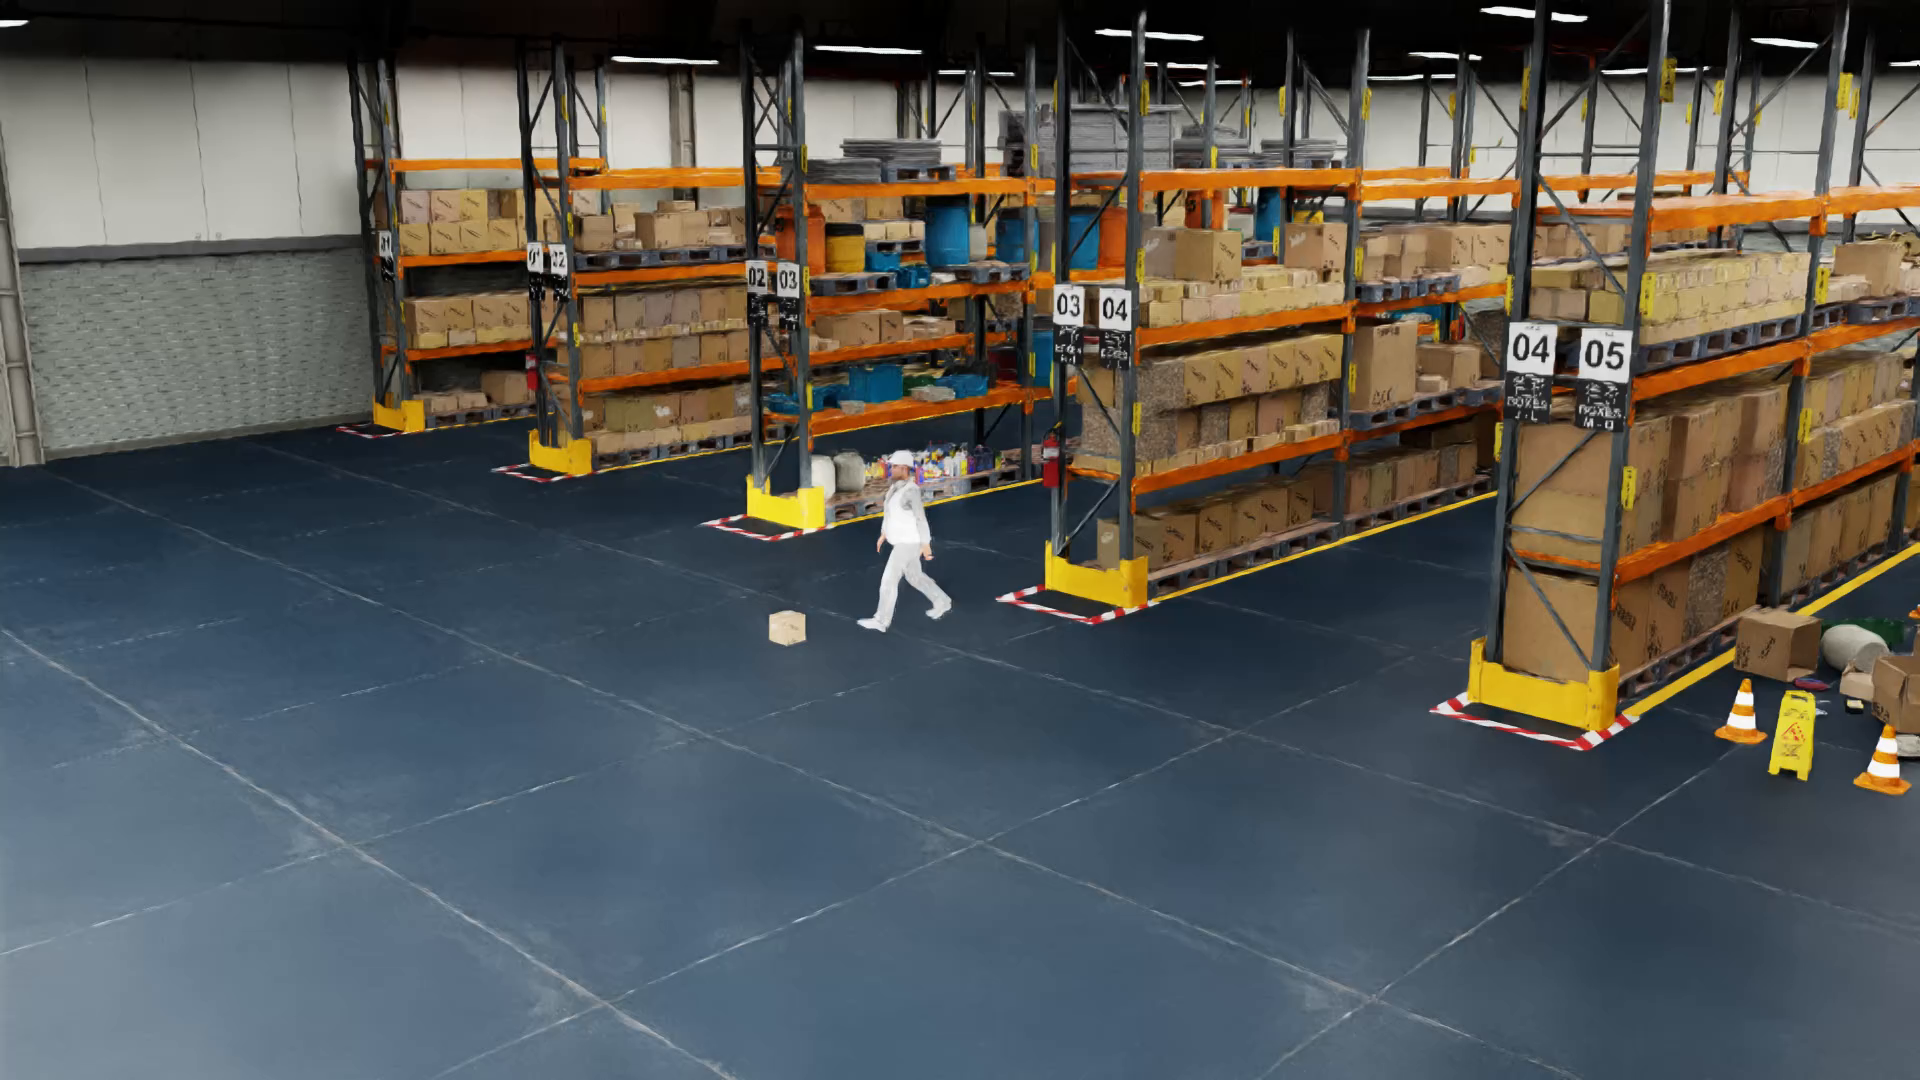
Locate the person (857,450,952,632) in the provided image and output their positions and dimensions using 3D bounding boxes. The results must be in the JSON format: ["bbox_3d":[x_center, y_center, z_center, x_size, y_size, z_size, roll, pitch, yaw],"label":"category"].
[{"bbox_3d":[-0.534,-0.007,15.995,1.024,1.737,0.542,-5,14,-19],"label":"person"}]
